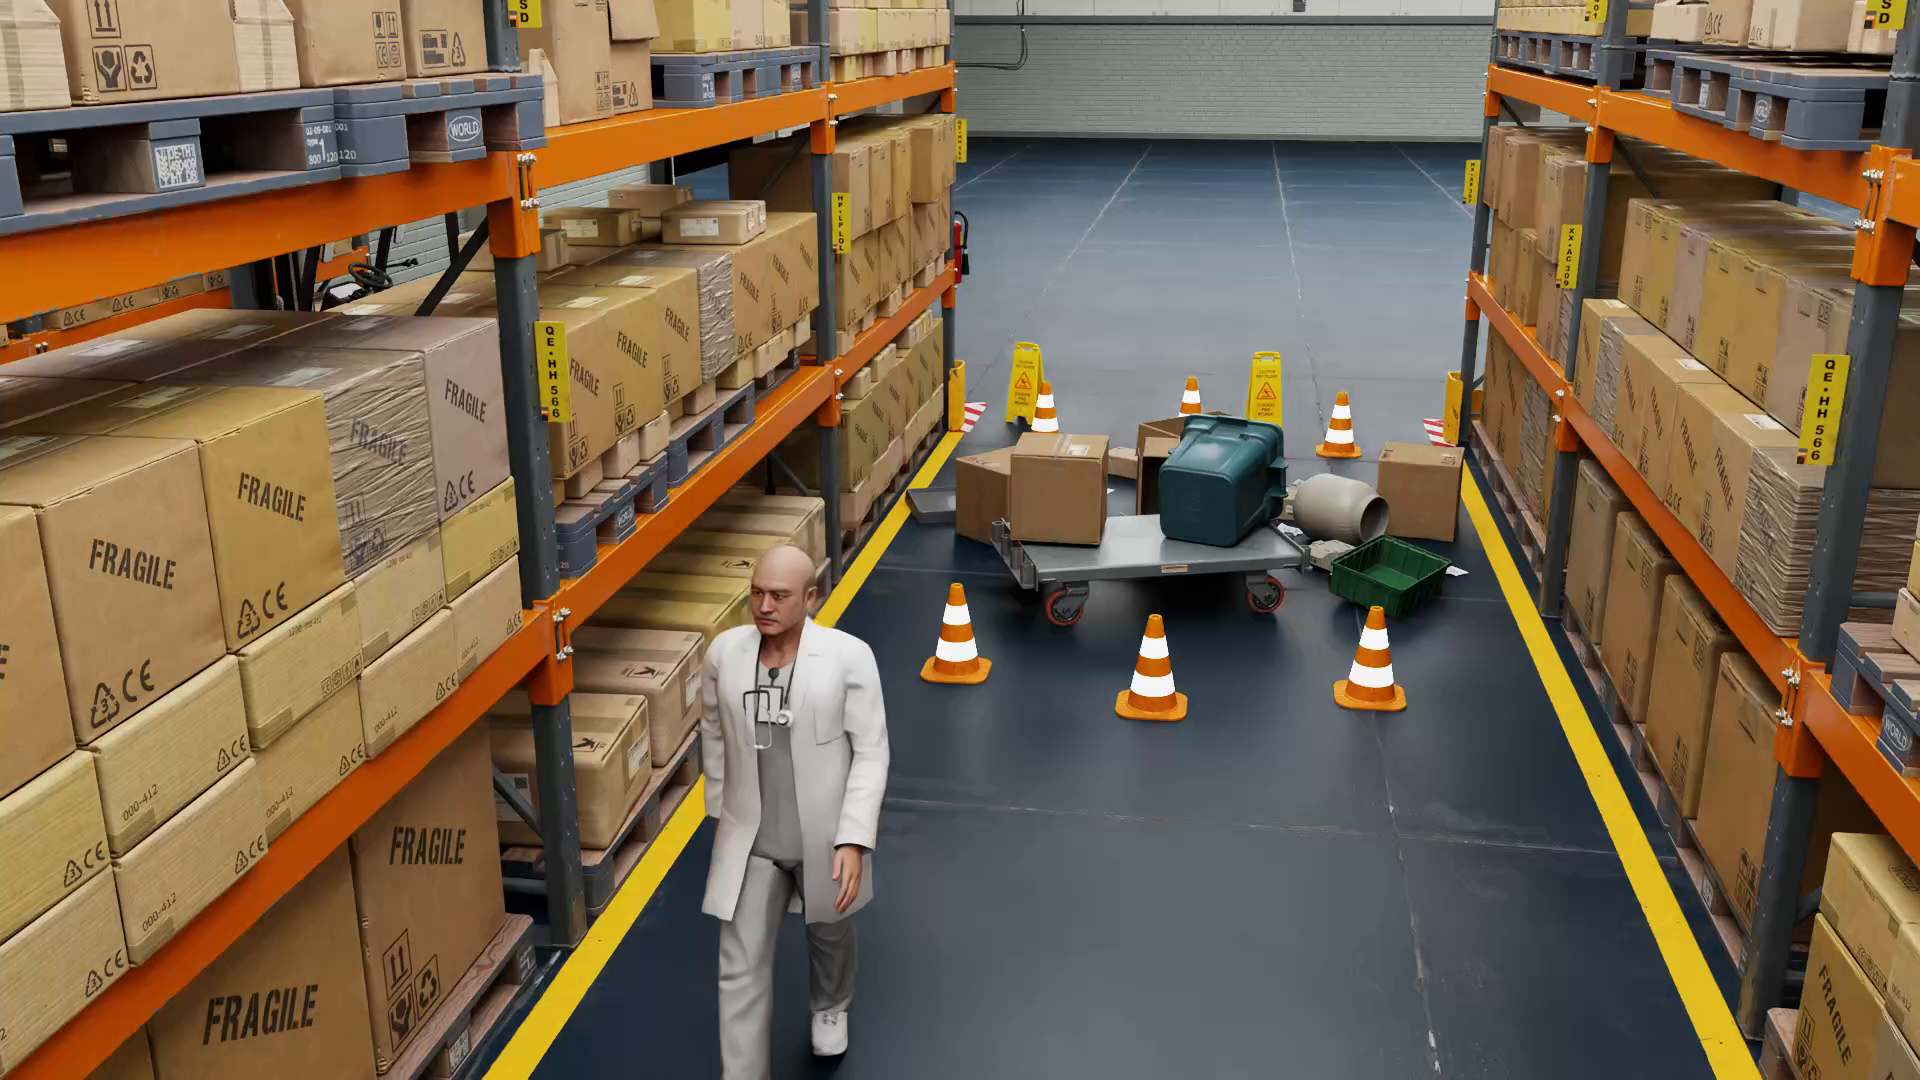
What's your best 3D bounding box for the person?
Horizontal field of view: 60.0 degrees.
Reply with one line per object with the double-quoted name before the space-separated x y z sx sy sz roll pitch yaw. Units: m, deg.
"person" -0.508 0.877 4.799 0.601 1.724 1.084 2 18 8
